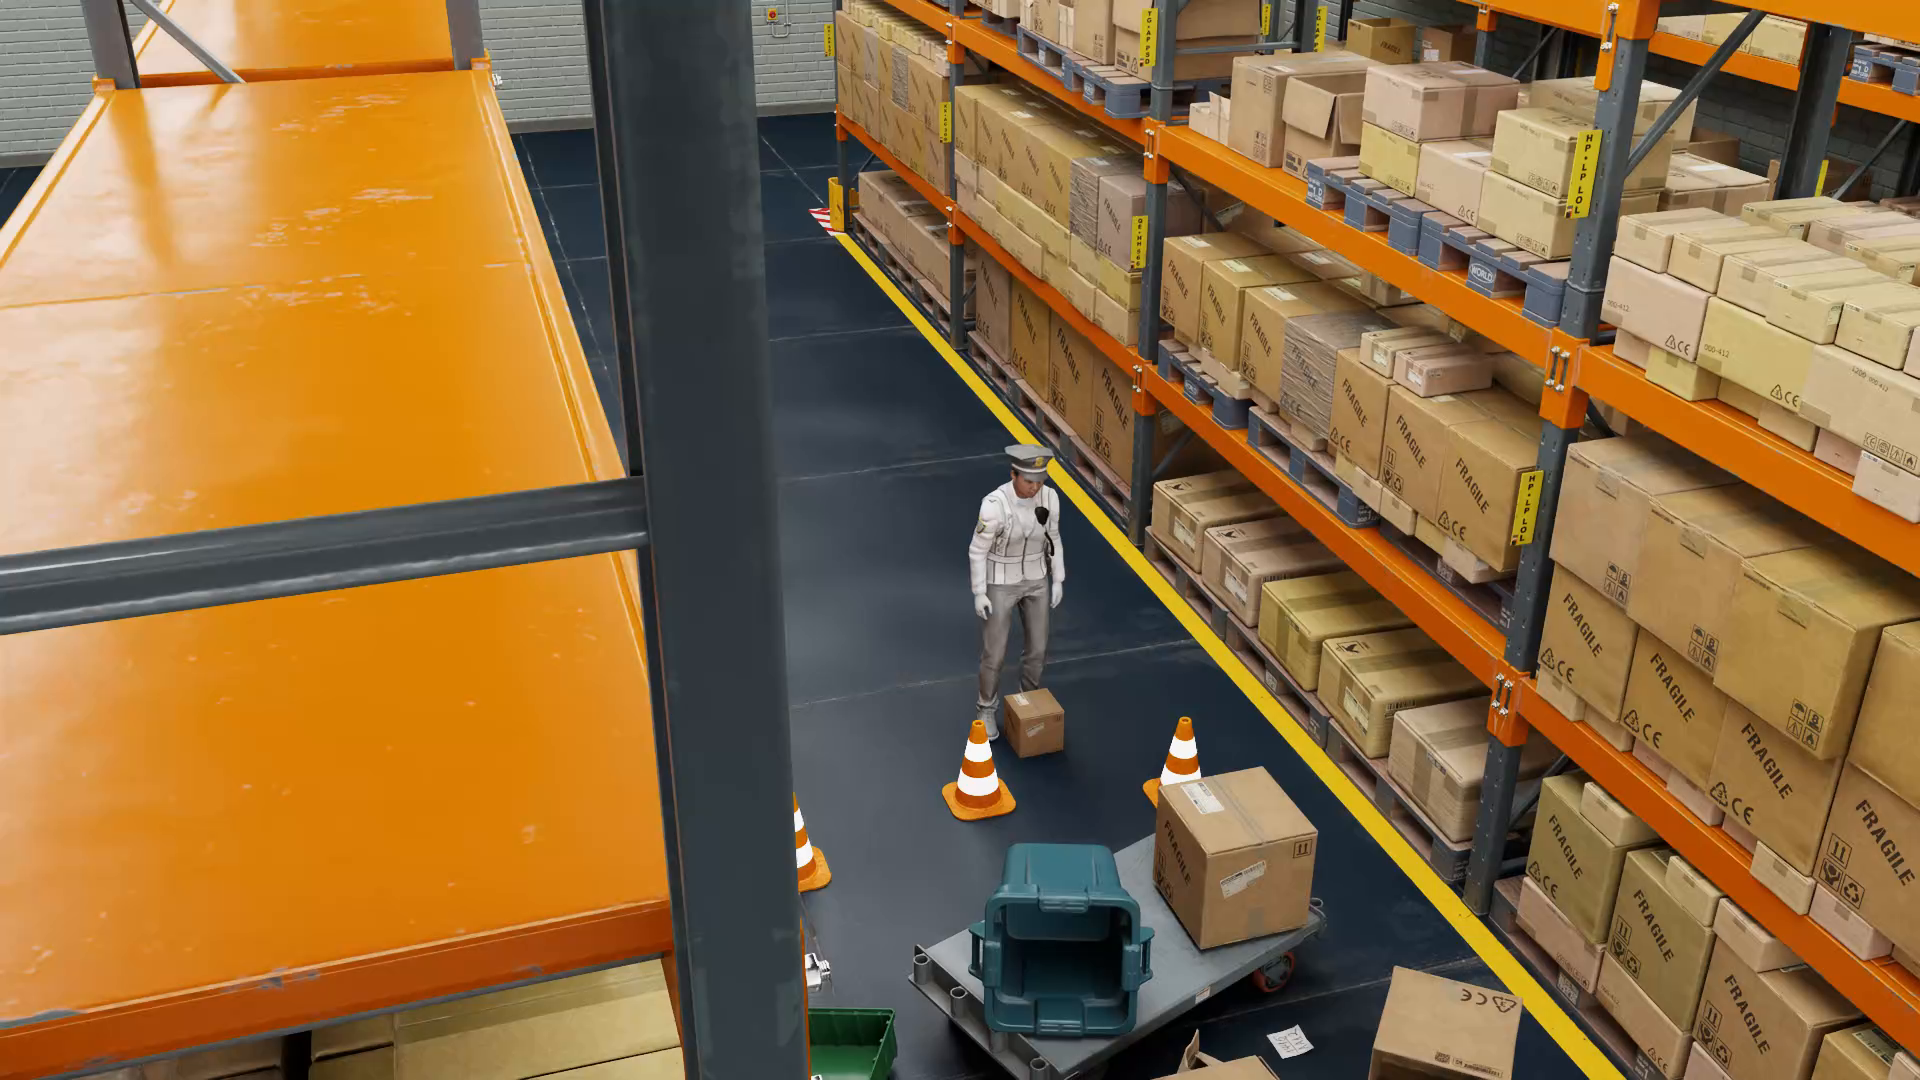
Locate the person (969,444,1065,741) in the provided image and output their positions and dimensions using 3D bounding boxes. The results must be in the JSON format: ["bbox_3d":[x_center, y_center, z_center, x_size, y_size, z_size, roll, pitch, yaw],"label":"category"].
[{"bbox_3d":[0.309,0.252,8.839,0.531,1.663,0.371,-10,28,-18],"label":"person"}]
